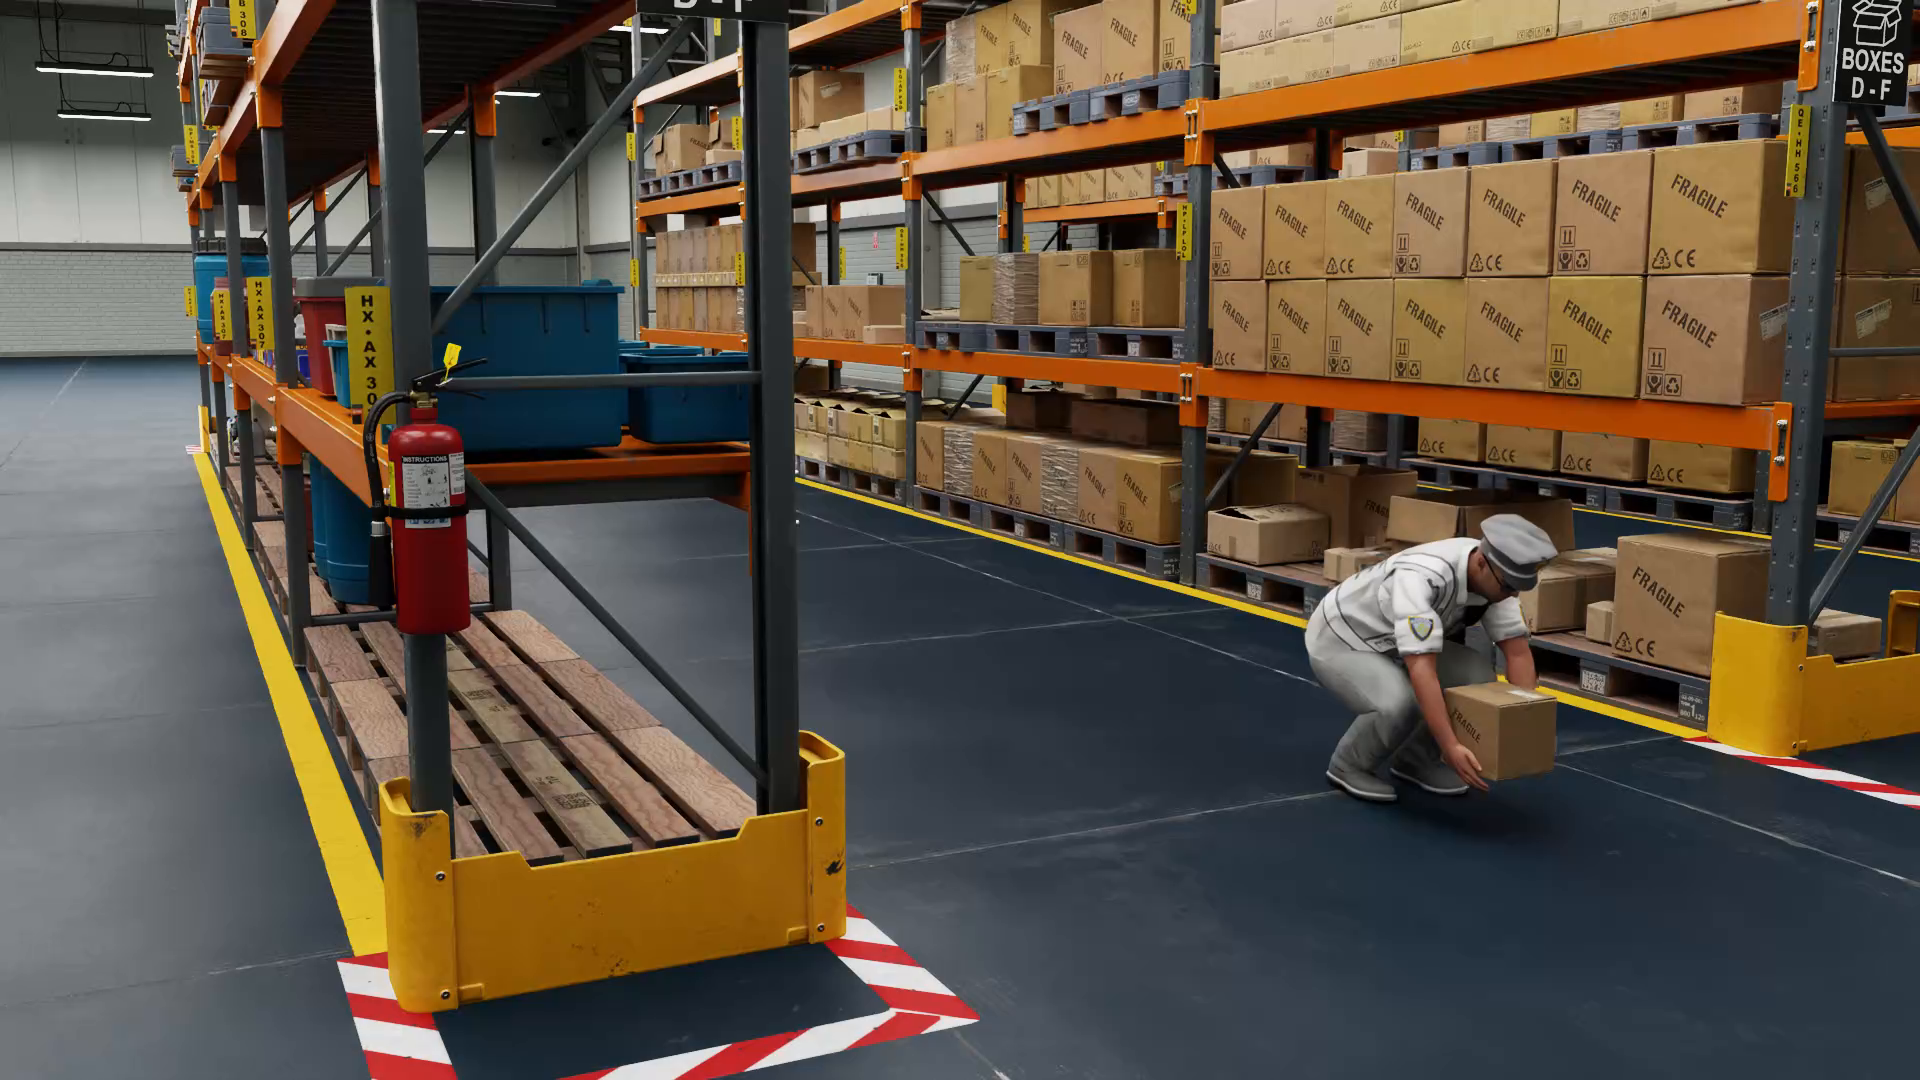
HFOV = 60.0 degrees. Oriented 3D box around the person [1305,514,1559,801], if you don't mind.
[{"bbox_3d":[1.610,0.392,5.714,0.565,1.014,0.912,-4,9,-26],"label":"person"}]
